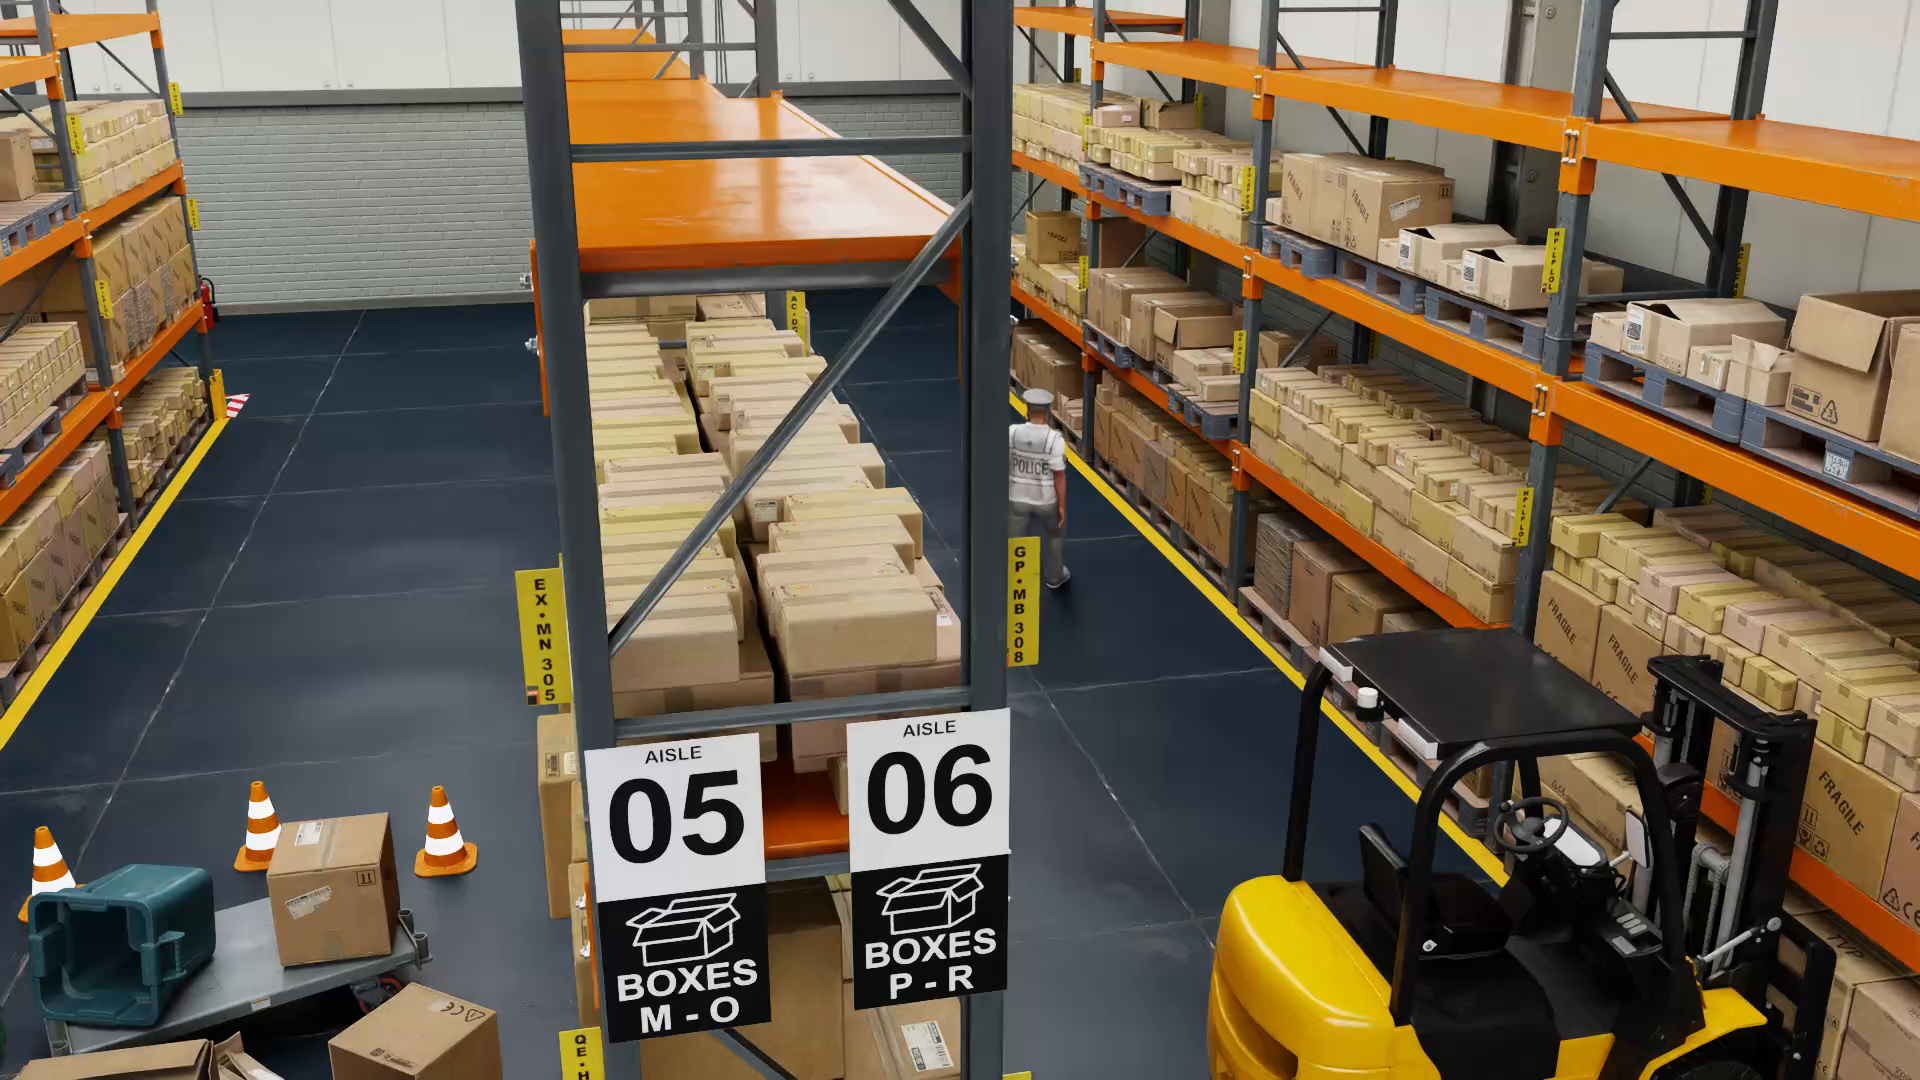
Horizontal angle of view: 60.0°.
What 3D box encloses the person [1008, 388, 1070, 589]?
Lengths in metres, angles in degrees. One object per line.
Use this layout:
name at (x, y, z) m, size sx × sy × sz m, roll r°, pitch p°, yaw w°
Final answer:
person at (0.602, -0.369, 13.140) m, size 0.555 × 1.707 × 0.948 m, roll 7°, pitch 21°, yaw 18°
